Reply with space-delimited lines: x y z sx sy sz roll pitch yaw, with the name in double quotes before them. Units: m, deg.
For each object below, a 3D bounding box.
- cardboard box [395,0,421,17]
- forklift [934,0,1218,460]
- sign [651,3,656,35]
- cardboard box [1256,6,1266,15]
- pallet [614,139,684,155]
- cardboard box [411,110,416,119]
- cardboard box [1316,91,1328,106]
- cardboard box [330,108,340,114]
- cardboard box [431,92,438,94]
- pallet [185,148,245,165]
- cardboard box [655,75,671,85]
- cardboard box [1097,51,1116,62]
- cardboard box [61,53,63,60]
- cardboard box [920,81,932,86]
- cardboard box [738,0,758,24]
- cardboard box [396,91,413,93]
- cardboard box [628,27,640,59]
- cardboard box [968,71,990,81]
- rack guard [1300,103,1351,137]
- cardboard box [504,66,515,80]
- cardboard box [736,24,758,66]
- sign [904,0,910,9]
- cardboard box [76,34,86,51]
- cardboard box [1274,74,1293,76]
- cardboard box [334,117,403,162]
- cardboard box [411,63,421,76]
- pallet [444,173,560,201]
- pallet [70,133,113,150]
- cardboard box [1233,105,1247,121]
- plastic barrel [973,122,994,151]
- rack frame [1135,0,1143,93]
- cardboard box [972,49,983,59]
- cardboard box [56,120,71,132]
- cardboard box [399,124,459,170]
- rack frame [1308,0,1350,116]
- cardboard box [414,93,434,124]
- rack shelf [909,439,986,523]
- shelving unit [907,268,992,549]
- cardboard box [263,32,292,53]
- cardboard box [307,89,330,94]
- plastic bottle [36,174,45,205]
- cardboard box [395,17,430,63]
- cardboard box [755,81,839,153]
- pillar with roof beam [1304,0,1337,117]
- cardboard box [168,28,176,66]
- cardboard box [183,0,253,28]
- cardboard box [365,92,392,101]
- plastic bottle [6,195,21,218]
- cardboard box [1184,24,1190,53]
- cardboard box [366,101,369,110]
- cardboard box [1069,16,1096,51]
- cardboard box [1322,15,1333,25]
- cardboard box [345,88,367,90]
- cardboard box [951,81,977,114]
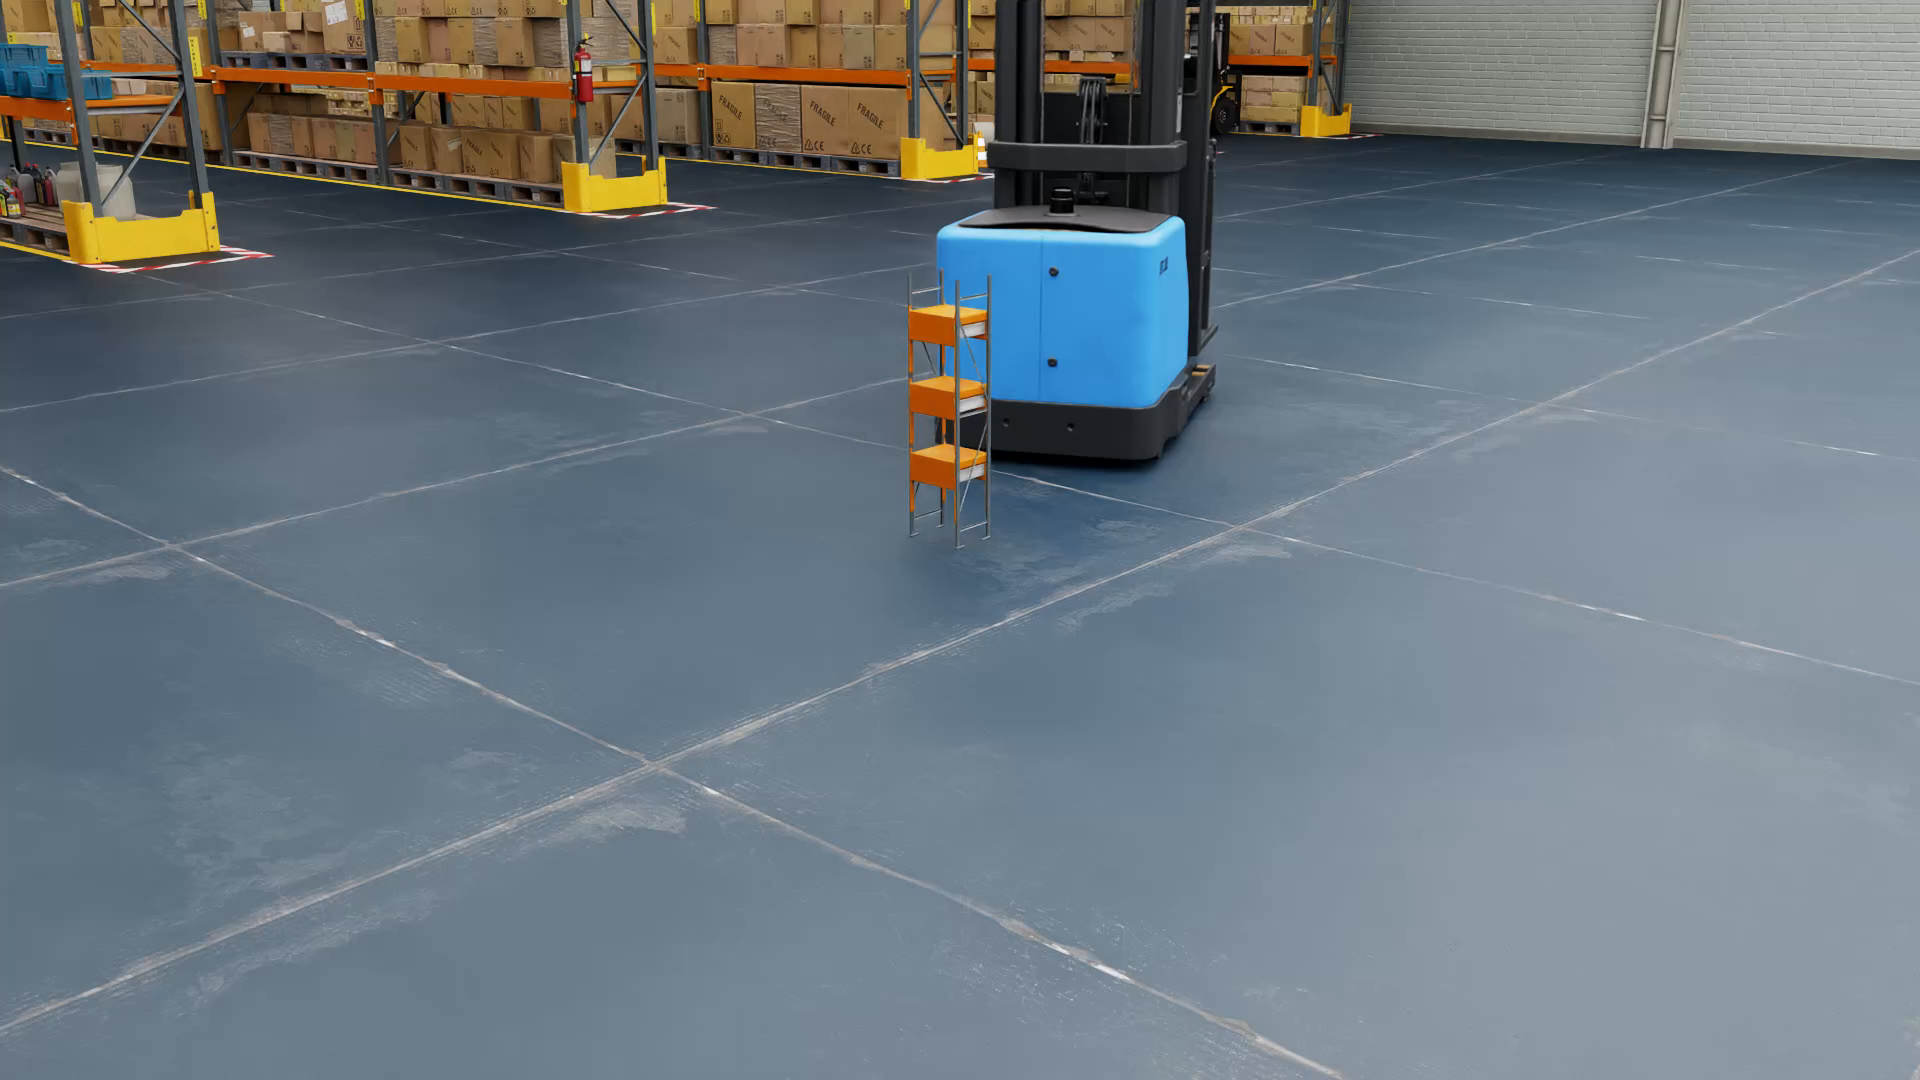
"cardboard box" -6.090 -6.226 18.961 0.500 0.500 0.500 15 23 39
"forklift" 0.779 -2.165 8.588 1.130 2.935 3.031 5 18 15
"sign" -3.281 -5.540 17.678 0.005 0.325 0.100 15 23 39
"cardboard box" 5.266 -9.049 28.437 0.250 0.149 0.380 15 23 40
"pallet" -4.809 -5.963 25.053 1.213 0.211 1.003 15 23 39
"cardboard box" -9.506 -7.557 29.482 0.250 0.149 0.380 16 24 41
"cardboard box" 6.015 -7.640 28.751 0.500 0.250 0.500 16 23 40
"cardboard box" -11.119 -7.725 30.013 0.250 0.149 0.380 14 22 37
"cardboard box" -8.471 -7.568 27.697 0.500 0.250 0.500 16 24 41
"pallet" -10.164 -5.457 23.458 1.213 0.211 1.003 15 23 39
"cardboard box" -5.521 -8.737 32.002 0.875 0.875 0.875 16 24 41
"cardboard box" 2.252 -7.180 24.691 0.250 0.149 0.380 15 23 39
"cardboard box" -13.446 -7.385 25.337 0.250 0.149 0.380 15 23 38
"cardboard box" -0.581 -9.125 33.843 0.500 0.500 0.500 15 23 38
"cardboard box" -2.523 -7.330 22.716 0.550 0.550 0.875 15 23 39
"cardboard box" -9.757 -7.865 29.471 0.250 0.149 0.380 15 23 39
"cardboard box" -4.589 -7.205 24.189 0.500 0.500 0.500 15 23 40
"cardboard box" 0.261 -7.388 26.471 0.250 0.149 0.380 15 23 40
"rack guard" 6.247 -7.174 28.391 0.348 0.500 1.175 15 23 39
"cardboard box" -4.735 -5.098 18.131 0.250 0.149 0.380 15 23 39
"cardboard box" -2.555 -6.805 22.846 0.550 0.550 0.875 15 23 39
"sign" -0.644 -6.651 20.306 0.005 0.325 0.100 15 23 39
"cardboard box" -13.121 -7.514 25.084 0.500 0.250 0.500 14 23 38
"cardboard box" 5.619 -7.976 28.982 0.500 0.250 0.500 15 23 39
"cardboard box" -7.422 -5.054 20.984 0.500 0.500 0.700 15 23 39
"cardboard box" -6.095 -5.432 19.183 0.250 0.149 0.380 15 23 39
"pallet" -5.190 -4.107 19.204 1.213 0.211 1.003 15 23 39
"pallet" -13.133 -6.255 25.973 1.213 0.211 1.003 15 23 39
"cardboard box" 4.934 -7.487 29.097 0.500 0.250 0.500 15 23 40
"plastic barrel" 0.387 -6.091 25.105 0.512 0.421 0.421 -3 18 -8
"rack frame" 2.937 -7.247 24.487 0.127 3.000 1.000 15 23 39
"cardboard box" 0.410 -7.709 26.359 0.250 0.149 0.380 15 23 39
"cardboard box" -13.730 -6.933 26.316 0.875 0.875 0.875 15 23 39
"cardboard box" -6.360 -4.727 19.986 0.500 0.500 0.500 14 22 38
"rack frame" 6.229 -8.371 28.028 0.127 3.000 1.000 15 23 39
"cardboard box" -8.872 -7.316 28.145 0.500 0.500 0.500 16 24 41
"rack shelf" -0.040 -0.236 6.574 0.240 0.259 0.215 15 23 39
"shelving unit" -0.040 -0.511 6.487 0.252 1.050 0.215 15 23 39
"cardboard box" -8.524 -6.351 21.219 0.500 0.250 0.500 14 22 38
"cardboard box" -11.684 -8.154 30.382 0.250 0.149 0.380 15 23 39
"plastic bottle" -8.911 -3.406 16.150 0.133 0.283 0.061 15 23 39
"cardboard box" -5.987 -5.785 19.223 0.500 0.500 0.875 15 23 39
"cardboard box" -2.164 -5.775 22.668 0.875 0.875 0.875 15 23 40
"pillar with roof beam" 3.449 -10.600 25.135 0.400 9.000 9.100 15 23 39
"cardboard box" -10.527 -6.803 22.924 0.500 0.500 0.500 15 23 39
"cardboard box" -10.161 -7.287 22.791 0.637 0.503 0.797 16 24 41
"cardboard box" -10.238 -7.814 29.309 0.250 0.149 0.380 16 24 41
"plastic bottle" -8.593 -3.030 15.098 0.097 0.201 0.097 0 18 0
"cardboard box" 4.176 -8.871 29.440 0.500 0.500 0.500 15 23 39
"cardboard box" -10.240 -7.664 29.330 0.250 0.149 0.380 15 23 40
"cardboard box" 1.977 -7.584 24.894 0.500 0.500 0.500 15 23 39
"cardboard box" 6.147 -8.854 28.315 0.250 0.149 0.380 14 23 38
"cardboard box" -11.097 -8.242 30.658 0.250 0.149 0.380 14 22 37
"cardboard box" 0.207 -7.117 26.691 0.500 0.500 0.500 16 24 42
